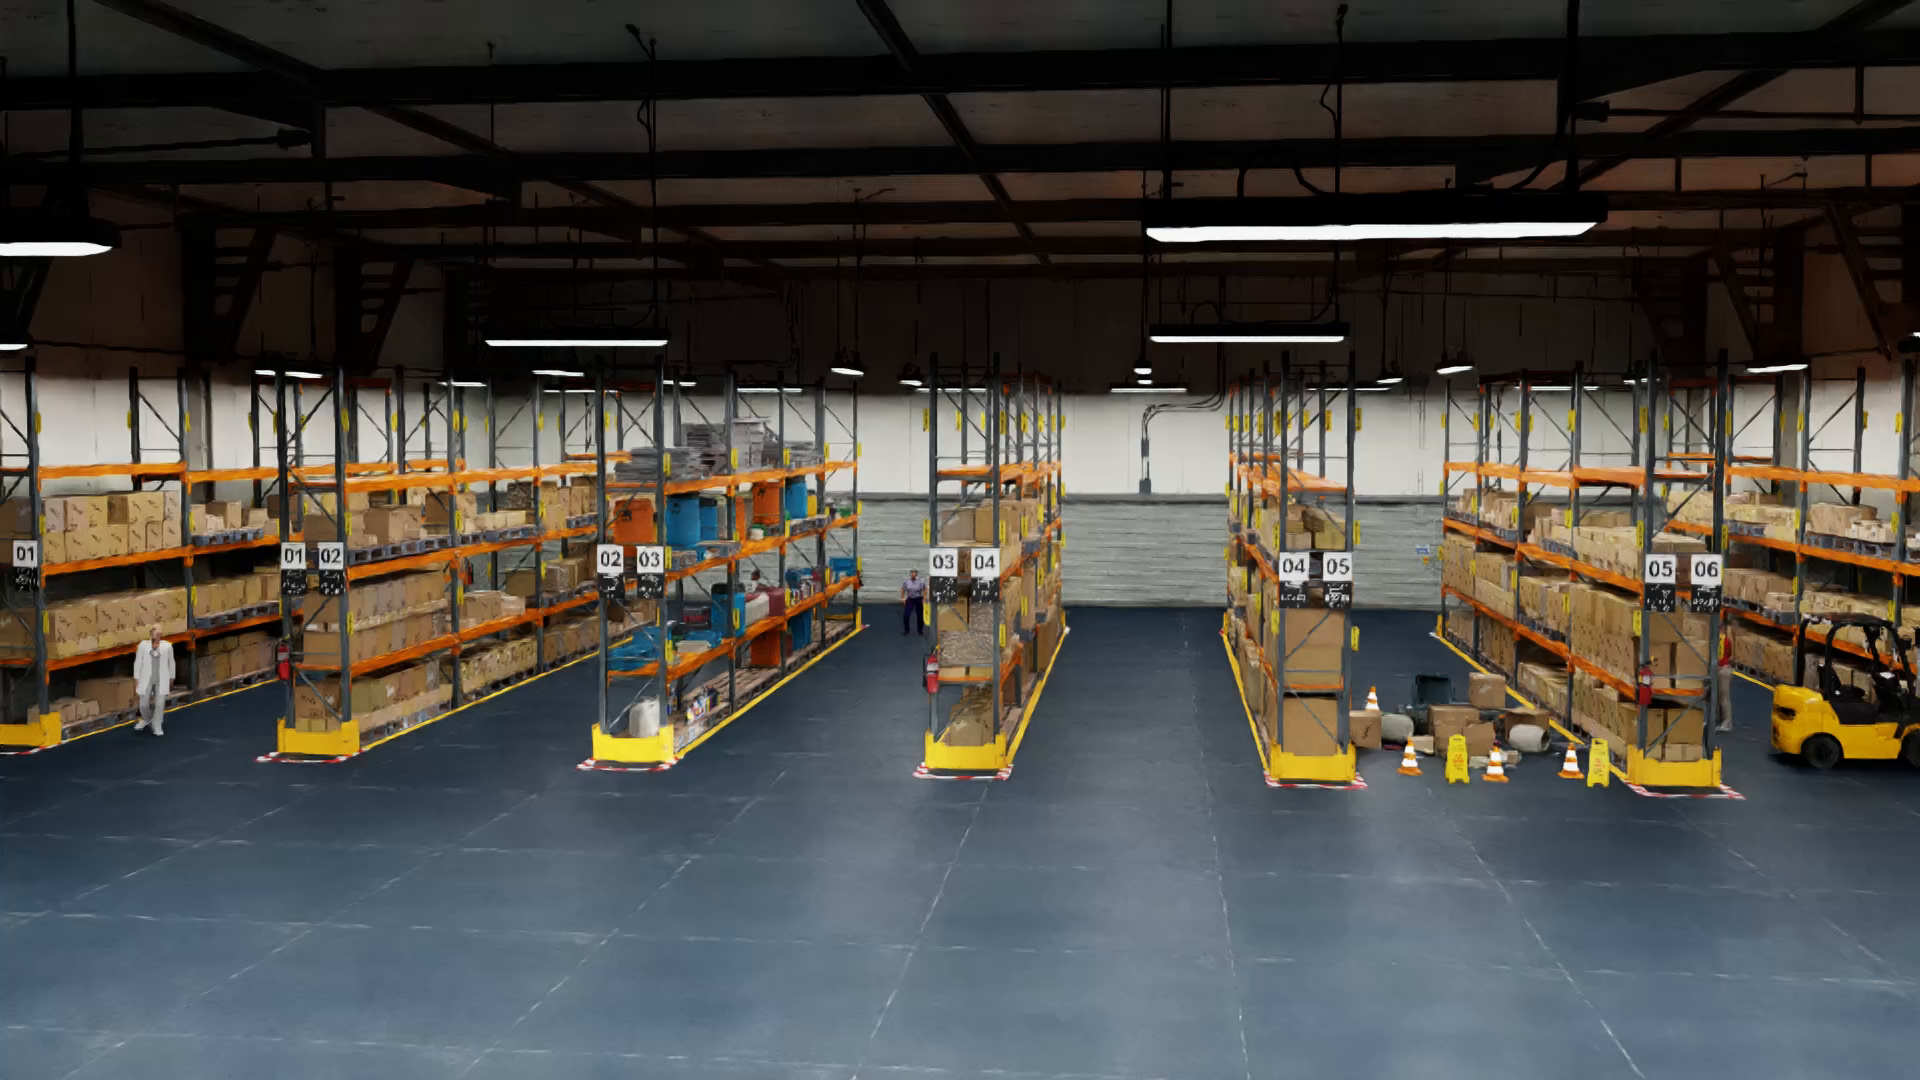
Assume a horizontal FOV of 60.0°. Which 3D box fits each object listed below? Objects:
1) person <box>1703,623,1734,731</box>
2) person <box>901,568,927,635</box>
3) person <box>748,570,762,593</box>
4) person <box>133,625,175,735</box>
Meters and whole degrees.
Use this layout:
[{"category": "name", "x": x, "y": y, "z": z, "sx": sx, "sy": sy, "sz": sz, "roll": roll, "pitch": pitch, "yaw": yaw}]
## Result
[{"category": "person", "x": 12.342, "y": 2.210, "z": 27.097, "sx": 0.586, "sy": 1.723, "sz": 0.654, "roll": 3, "pitch": 5, "yaw": 38}, {"category": "person", "x": -1.084, "y": 1.446, "z": 39.149, "sx": 0.625, "sy": 1.596, "sz": 0.517, "roll": 0, "pitch": 4, "yaw": 4}, {"category": "person", "x": -4.707, "y": 1.485, "z": 38.437, "sx": 0.528, "sy": 1.587, "sz": 0.597, "roll": 1, "pitch": 4, "yaw": 13}, {"category": "person", "x": -12.940, "y": 2.234, "z": 26.694, "sx": 0.614, "sy": 1.771, "sz": 0.590, "roll": -2, "pitch": 5, "yaw": -29}]
